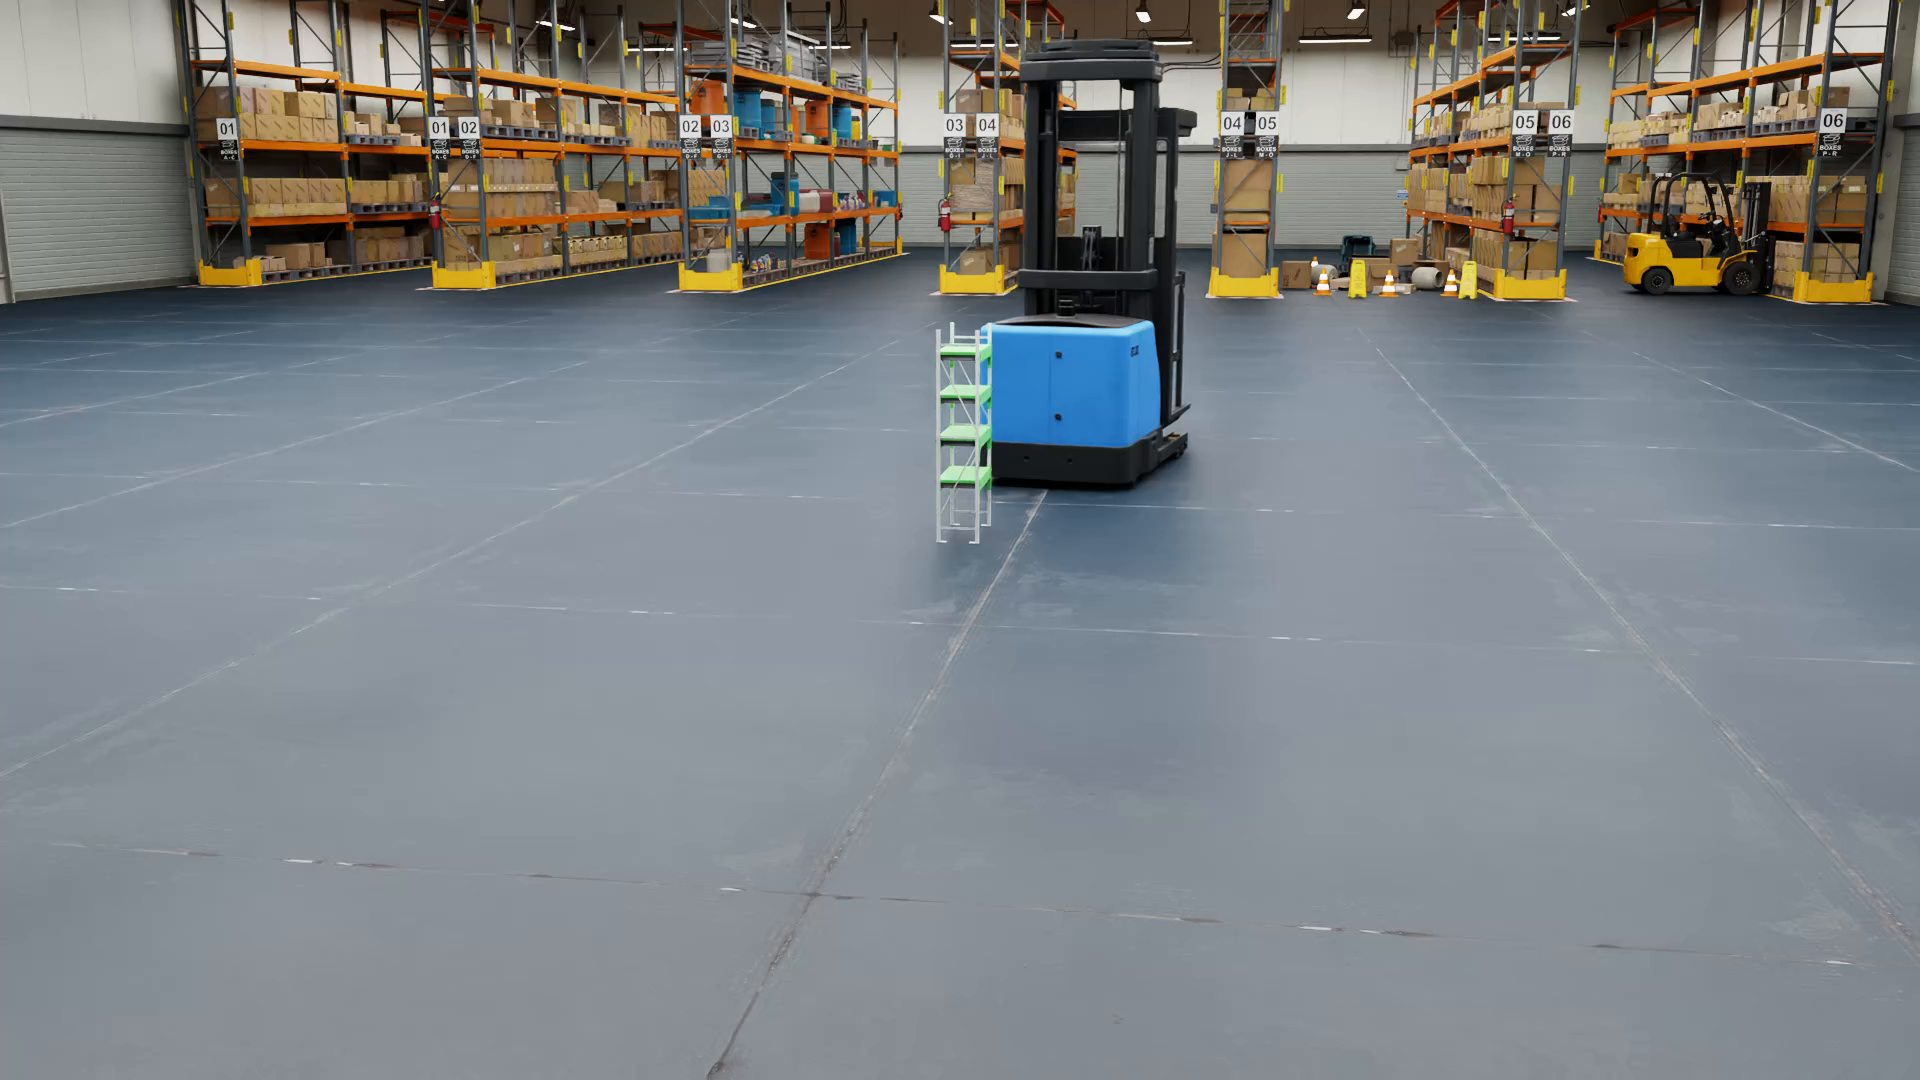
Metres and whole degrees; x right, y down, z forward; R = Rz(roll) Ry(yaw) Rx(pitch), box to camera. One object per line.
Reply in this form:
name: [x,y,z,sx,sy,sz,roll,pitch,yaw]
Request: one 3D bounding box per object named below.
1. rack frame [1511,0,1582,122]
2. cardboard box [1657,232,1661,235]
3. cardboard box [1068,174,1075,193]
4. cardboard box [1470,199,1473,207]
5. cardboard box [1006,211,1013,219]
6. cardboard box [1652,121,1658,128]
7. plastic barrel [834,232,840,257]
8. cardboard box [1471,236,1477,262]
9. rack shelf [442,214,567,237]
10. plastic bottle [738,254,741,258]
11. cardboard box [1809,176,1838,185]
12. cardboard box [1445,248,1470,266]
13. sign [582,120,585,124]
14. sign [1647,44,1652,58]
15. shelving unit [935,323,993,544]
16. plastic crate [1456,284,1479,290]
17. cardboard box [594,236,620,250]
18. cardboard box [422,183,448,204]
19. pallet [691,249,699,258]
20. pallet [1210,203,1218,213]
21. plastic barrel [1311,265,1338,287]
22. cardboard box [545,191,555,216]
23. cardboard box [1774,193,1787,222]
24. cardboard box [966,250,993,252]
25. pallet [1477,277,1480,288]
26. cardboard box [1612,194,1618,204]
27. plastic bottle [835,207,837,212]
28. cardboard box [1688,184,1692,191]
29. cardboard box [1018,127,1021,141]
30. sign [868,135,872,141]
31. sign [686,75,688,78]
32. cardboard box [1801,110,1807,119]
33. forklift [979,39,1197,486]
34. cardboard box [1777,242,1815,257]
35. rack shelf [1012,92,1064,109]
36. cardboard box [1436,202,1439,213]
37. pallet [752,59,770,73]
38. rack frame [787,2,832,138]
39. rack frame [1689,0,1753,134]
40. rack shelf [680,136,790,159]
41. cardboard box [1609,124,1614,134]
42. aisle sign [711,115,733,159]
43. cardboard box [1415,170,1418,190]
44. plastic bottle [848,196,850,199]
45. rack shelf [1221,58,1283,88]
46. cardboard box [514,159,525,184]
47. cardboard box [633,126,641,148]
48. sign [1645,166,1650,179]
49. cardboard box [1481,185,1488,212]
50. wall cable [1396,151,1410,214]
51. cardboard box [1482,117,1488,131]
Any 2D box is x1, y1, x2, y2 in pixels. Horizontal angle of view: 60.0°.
rack frame: [10.001,-8.647,28.257,1.000,3.000,0.127,2,12,9]
cardboard box: [16.295,-7.013,38.311,0.380,0.149,0.250,2,12,11]
cardboard box: [2.855,-9.695,45.229,0.500,0.500,0.500,2,12,9]
cardboard box: [10.423,-6.746,33.273,0.380,0.149,0.250,2,12,9]
cardboard box: [0.815,-6.273,32.079,0.380,0.149,0.250,2,12,9]
cardboard box: [16.208,-9.584,38.380,0.380,0.149,0.250,2,12,8]
plastic barrel: [-3.222,-7.225,40.627,0.600,0.588,0.708,2,12,9]
cardboard box: [10.259,-5.661,32.390,0.500,0.500,0.500,2,12,11]
rack shelf: [-9.271,-6.422,33.880,1.077,0.370,4.000,2,12,9]
plastic bottle: [-4.604,-5.794,34.503,0.144,0.351,0.185,2,12,10]
cardboard box: [14.754,-6.147,28.414,0.380,0.149,0.250,2,12,9]
cardboard box: [11.135,-6.183,36.305,0.950,0.372,0.625,1,12,5]
sign: [-8.884,-9.760,39.312,0.100,0.325,0.005,2,12,9]
sign: [16.219,-11.502,39.098,0.100,0.325,0.005,2,12,9]
shelving unit: [0.025,-0.621,9.527,0.258,1.200,0.503,2,12,9]
plastic crate: [9.565,-4.820,31.667,0.402,0.080,0.583,-2,12,-11]
cardboard box: [-8.259,-6.932,38.740,0.500,0.311,0.500,2,12,8]
cardboard box: [-12.916,-8.479,40.727,0.500,0.500,0.500,2,12,10]
pallet: [-7.626,-7.635,44.420,1.003,0.211,1.213,2,12,9]
pallet: [6.330,-7.577,37.988,1.213,0.211,1.003,2,12,9]
plastic barrel: [7.051,-5.141,32.344,0.421,0.421,0.512,-10,16,-40]
cardboard box: [-9.025,-7.146,35.296,0.700,0.500,0.500,2,12,7]
cardboard box: [14.890,-5.929,29.645,0.500,0.500,0.500,2,12,8]
cardboard box: [0.380,-5.274,31.781,0.500,0.500,0.500,5,13,23]
pallet: [10.548,-5.043,32.392,1.003,0.211,1.213,2,12,9]
cardboard box: [16.879,-8.661,42.211,0.500,0.250,0.500,2,12,8]
plastic bottle: [-2.973,-7.951,39.543,0.061,0.283,0.133,2,12,9]
cardboard box: [15.797,-7.529,35.531,0.380,0.149,0.250,2,12,10]
cardboard box: [0.922,-8.049,32.960,0.500,0.250,0.500,2,12,10]
sign: [-2.296,-10.146,42.313,0.100,0.325,0.005,2,12,9]
sign: [-7.654,-13.133,46.670,0.100,0.325,0.005,2,12,9]
cardboard box: [14.734,-7.334,28.648,0.380,0.149,0.250,2,12,7]
forklift: [1.075,-2.058,12.085,1.130,2.935,3.031,4,13,19]
cardboard box: [14.742,-5.117,29.272,0.500,0.250,0.500,2,12,10]
rack shelf: [1.747,-10.503,39.524,1.077,0.370,4.000,2,12,9]
cardboard box: [11.209,-7.631,38.140,0.500,0.250,0.500,2,12,8]
pallet: [-4.354,-9.246,32.435,1.003,0.211,1.213,2,12,9]
rack frame: [-3.454,-10.794,38.219,1.000,3.000,0.127,2,12,9]
rack frame: [16.137,-10.152,35.242,1.000,3.000,0.127,2,12,9]
rack shelf: [-4.377,-7.727,32.815,1.077,0.370,4.000,2,12,9]
cardboard box: [17.051,-10.584,42.826,0.500,0.250,0.500,2,12,8]
aisle sign: [-4.406,-7.442,30.736,0.394,0.787,0.004,2,12,9]
cardboard box: [11.887,-9.173,42.327,0.500,0.500,0.500,2,12,9]
plastic bottle: [-2.800,-8.473,41.805,0.144,0.351,0.185,2,12,9]
rack shelf: [5.402,-8.656,30.953,1.077,0.370,4.000,2,12,9]
cardboard box: [-9.257,-7.467,33.705,0.700,0.500,0.500,2,12,9]
cardboard box: [-8.236,-9.736,40.192,0.910,0.500,0.500,2,12,9]
sign: [17.913,-9.583,43.343,0.100,0.325,0.005,2,12,9]
cardboard box: [10.129,-6.449,31.356,0.500,0.500,0.500,2,12,8]
wall cable: [13.306,-10.732,49.684,0.585,1.953,0.123,2,12,9]
cardboard box: [10.208,-7.895,31.538,0.500,0.250,0.500,2,12,8]
